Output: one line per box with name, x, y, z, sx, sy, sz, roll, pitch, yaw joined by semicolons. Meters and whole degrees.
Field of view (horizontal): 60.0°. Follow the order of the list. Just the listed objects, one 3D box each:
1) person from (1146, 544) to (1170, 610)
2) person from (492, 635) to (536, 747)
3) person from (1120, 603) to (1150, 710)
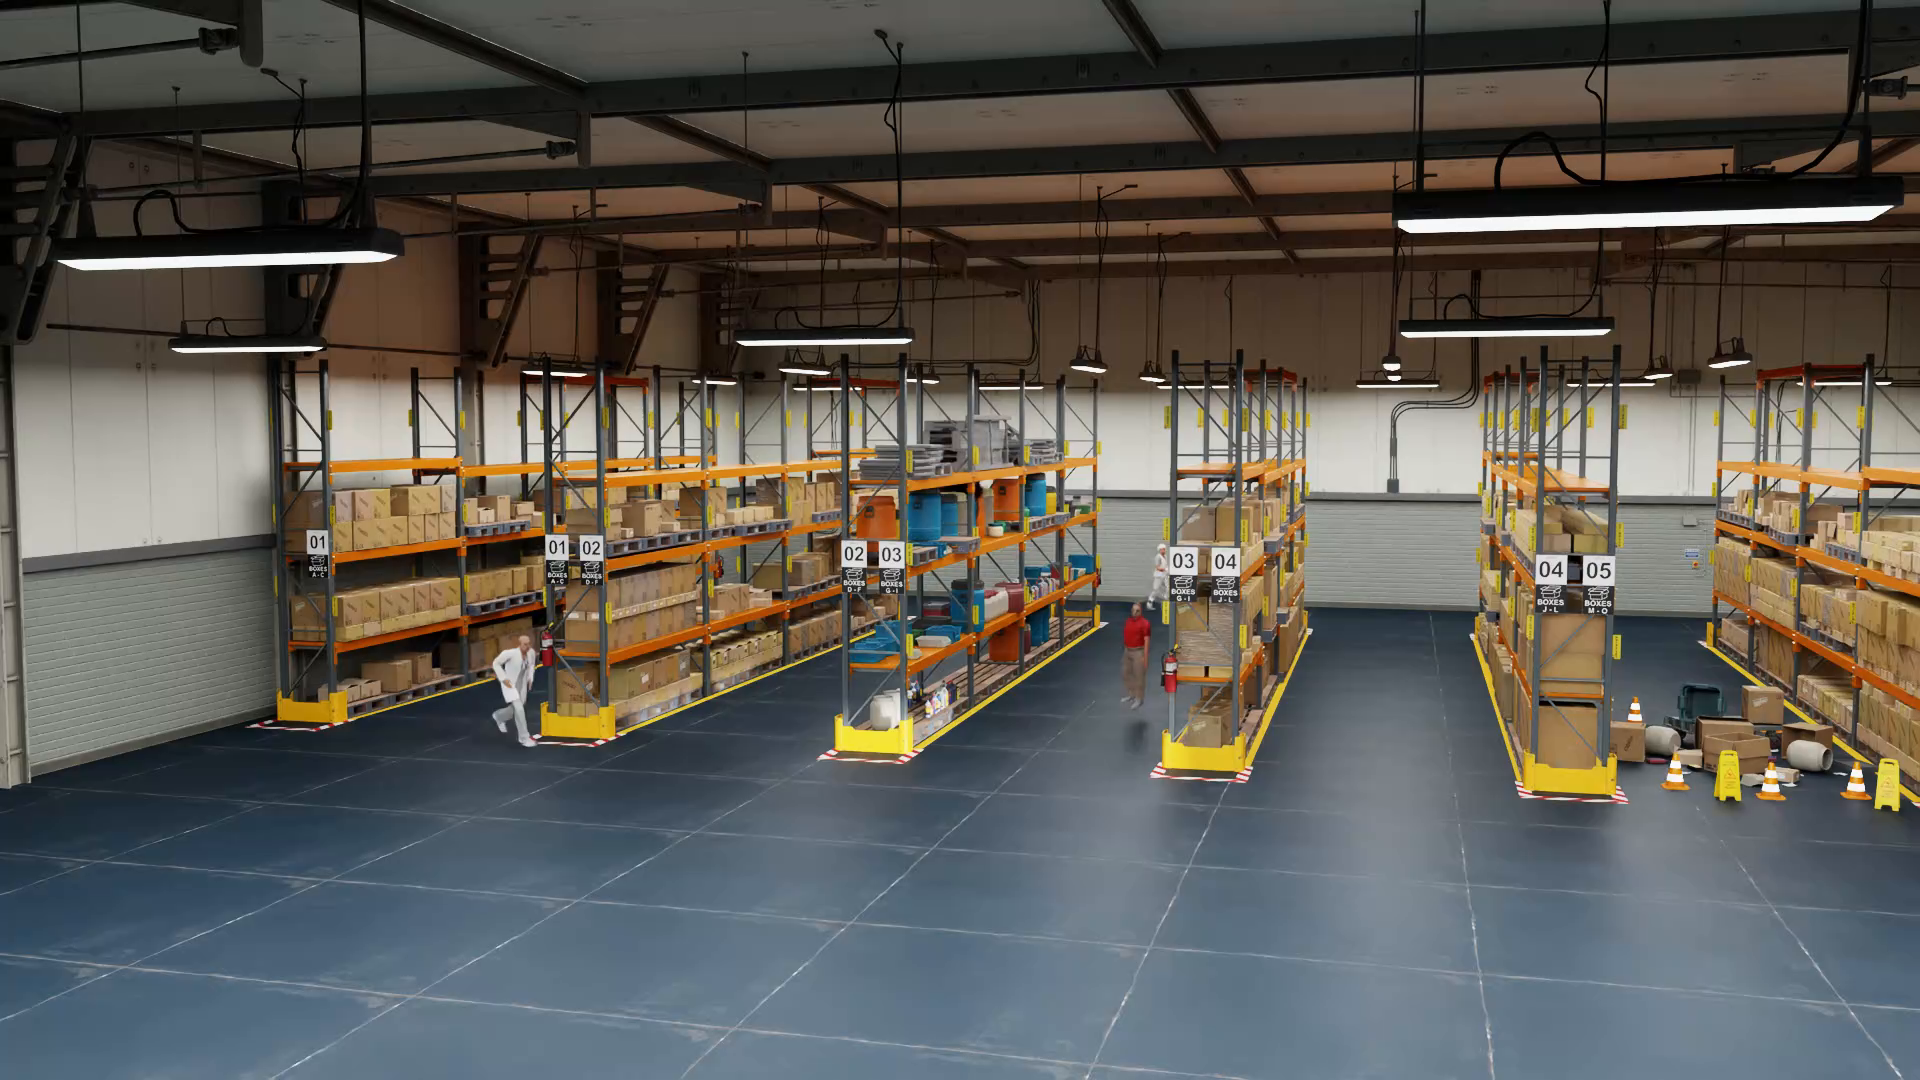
person;5.237;1.008;43.172;0.834;1.828;0.655;3;5;38
person;-6.962;2.316;25.778;0.731;1.740;1.048;-4;6;-45
person;2.882;1.900;27.384;0.461;1.767;0.654;-4;6;-42
